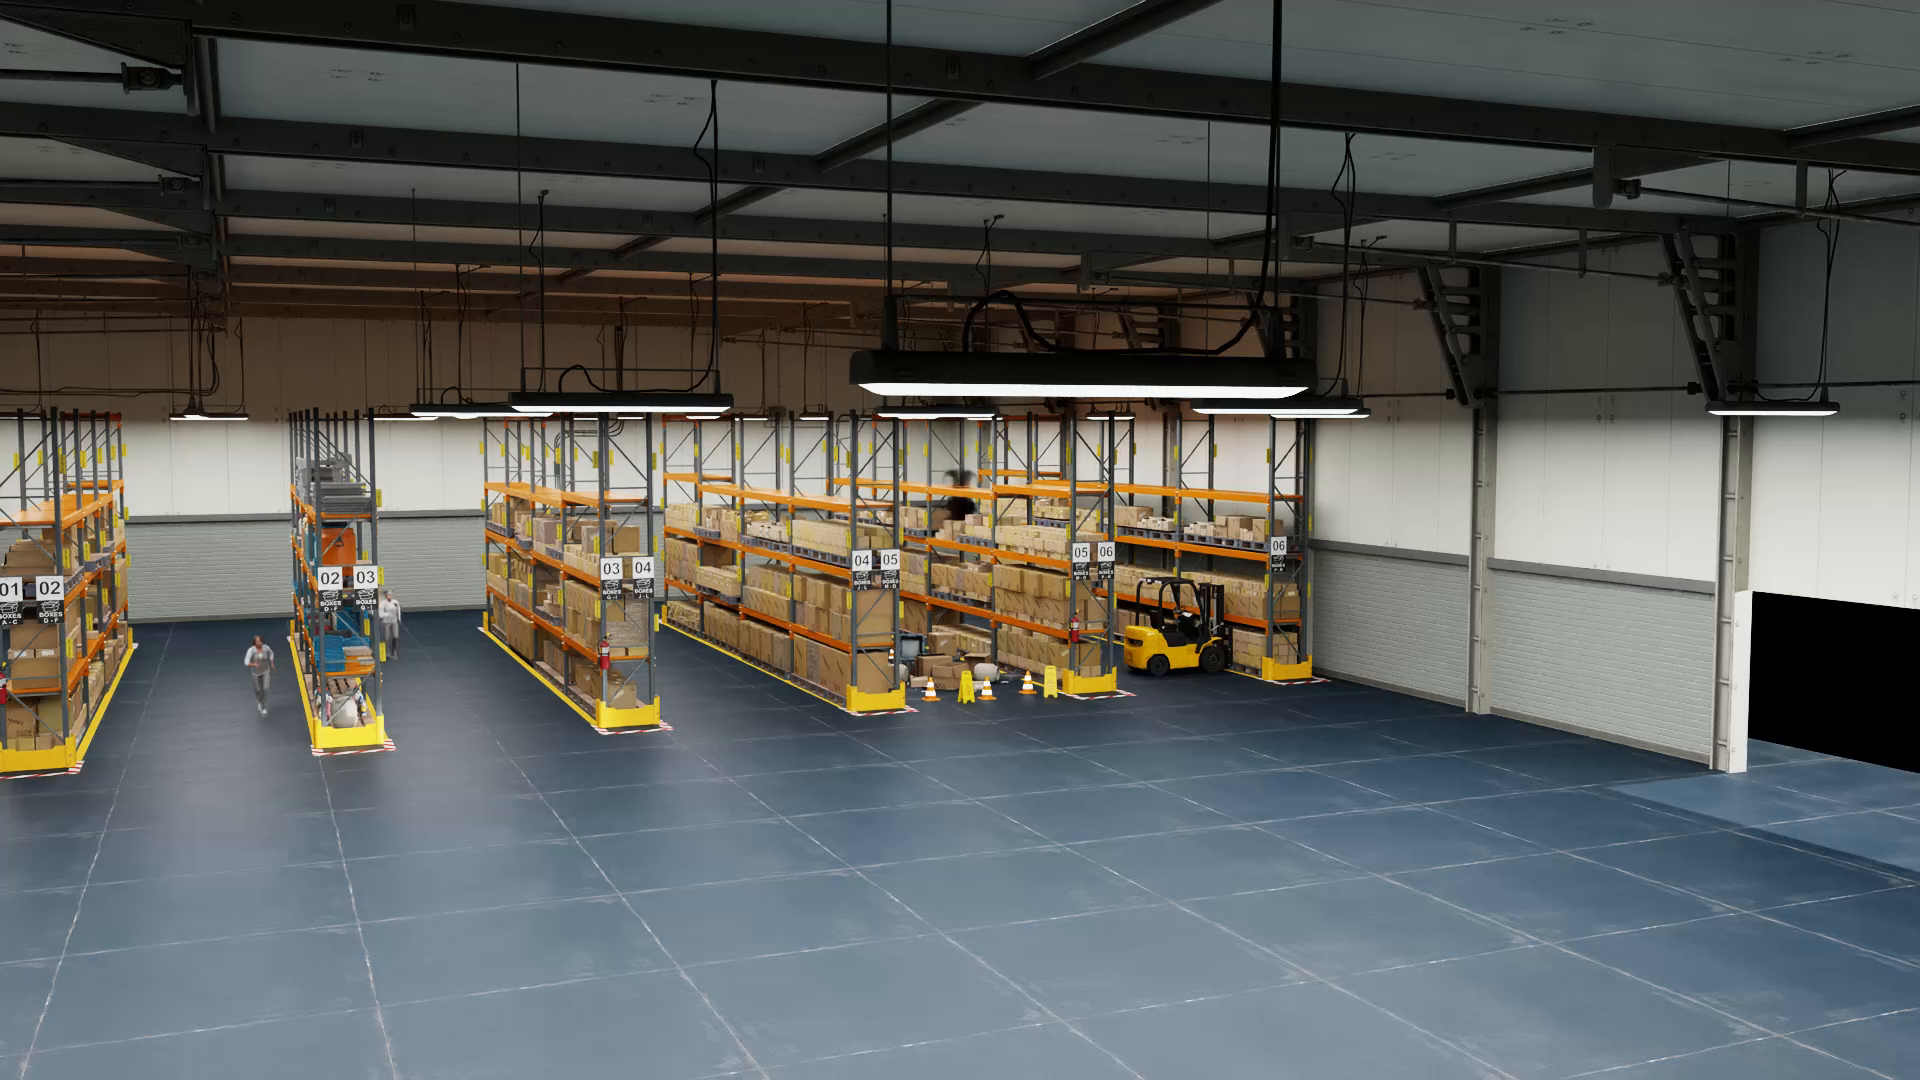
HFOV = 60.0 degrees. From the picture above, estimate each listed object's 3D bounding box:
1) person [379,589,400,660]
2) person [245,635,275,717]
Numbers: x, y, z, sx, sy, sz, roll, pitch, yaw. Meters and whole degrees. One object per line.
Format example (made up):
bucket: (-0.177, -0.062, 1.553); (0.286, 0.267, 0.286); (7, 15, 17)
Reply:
person: (-13.848, 2.055, 40.396); (0.554, 1.738, 0.813); (-2, 5, -28)
person: (-13.755, 2.641, 32.686); (0.543, 1.578, 0.915); (-2, 4, -23)
